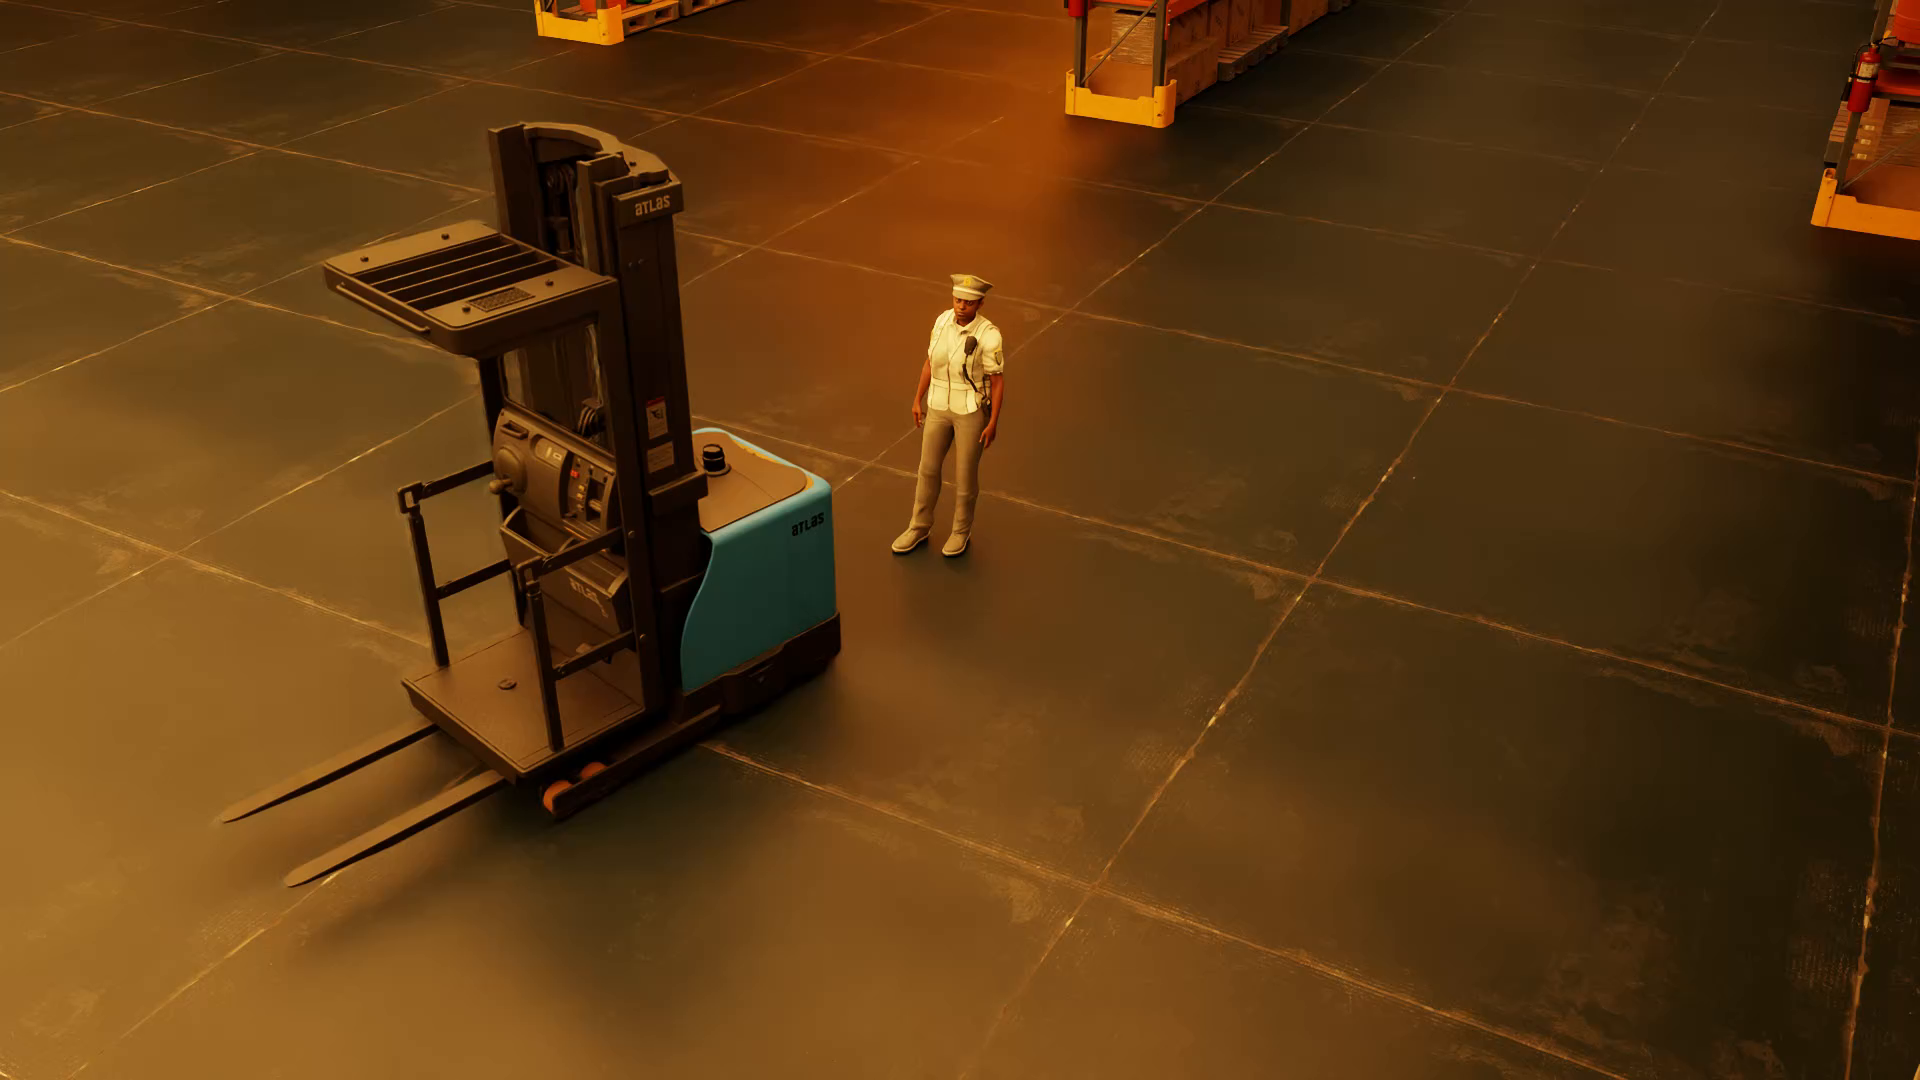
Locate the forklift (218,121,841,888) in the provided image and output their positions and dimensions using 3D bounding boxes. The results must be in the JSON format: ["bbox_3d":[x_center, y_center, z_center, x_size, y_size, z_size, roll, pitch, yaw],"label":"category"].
[{"bbox_3d":[-2.019,-0.269,7.537,1.130,2.935,3.031,26,39,37],"label":"forklift"}]

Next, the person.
[{"bbox_3d":[-0.053,-0.712,9.526,0.570,1.697,0.528,15,33,25],"label":"person"}]
